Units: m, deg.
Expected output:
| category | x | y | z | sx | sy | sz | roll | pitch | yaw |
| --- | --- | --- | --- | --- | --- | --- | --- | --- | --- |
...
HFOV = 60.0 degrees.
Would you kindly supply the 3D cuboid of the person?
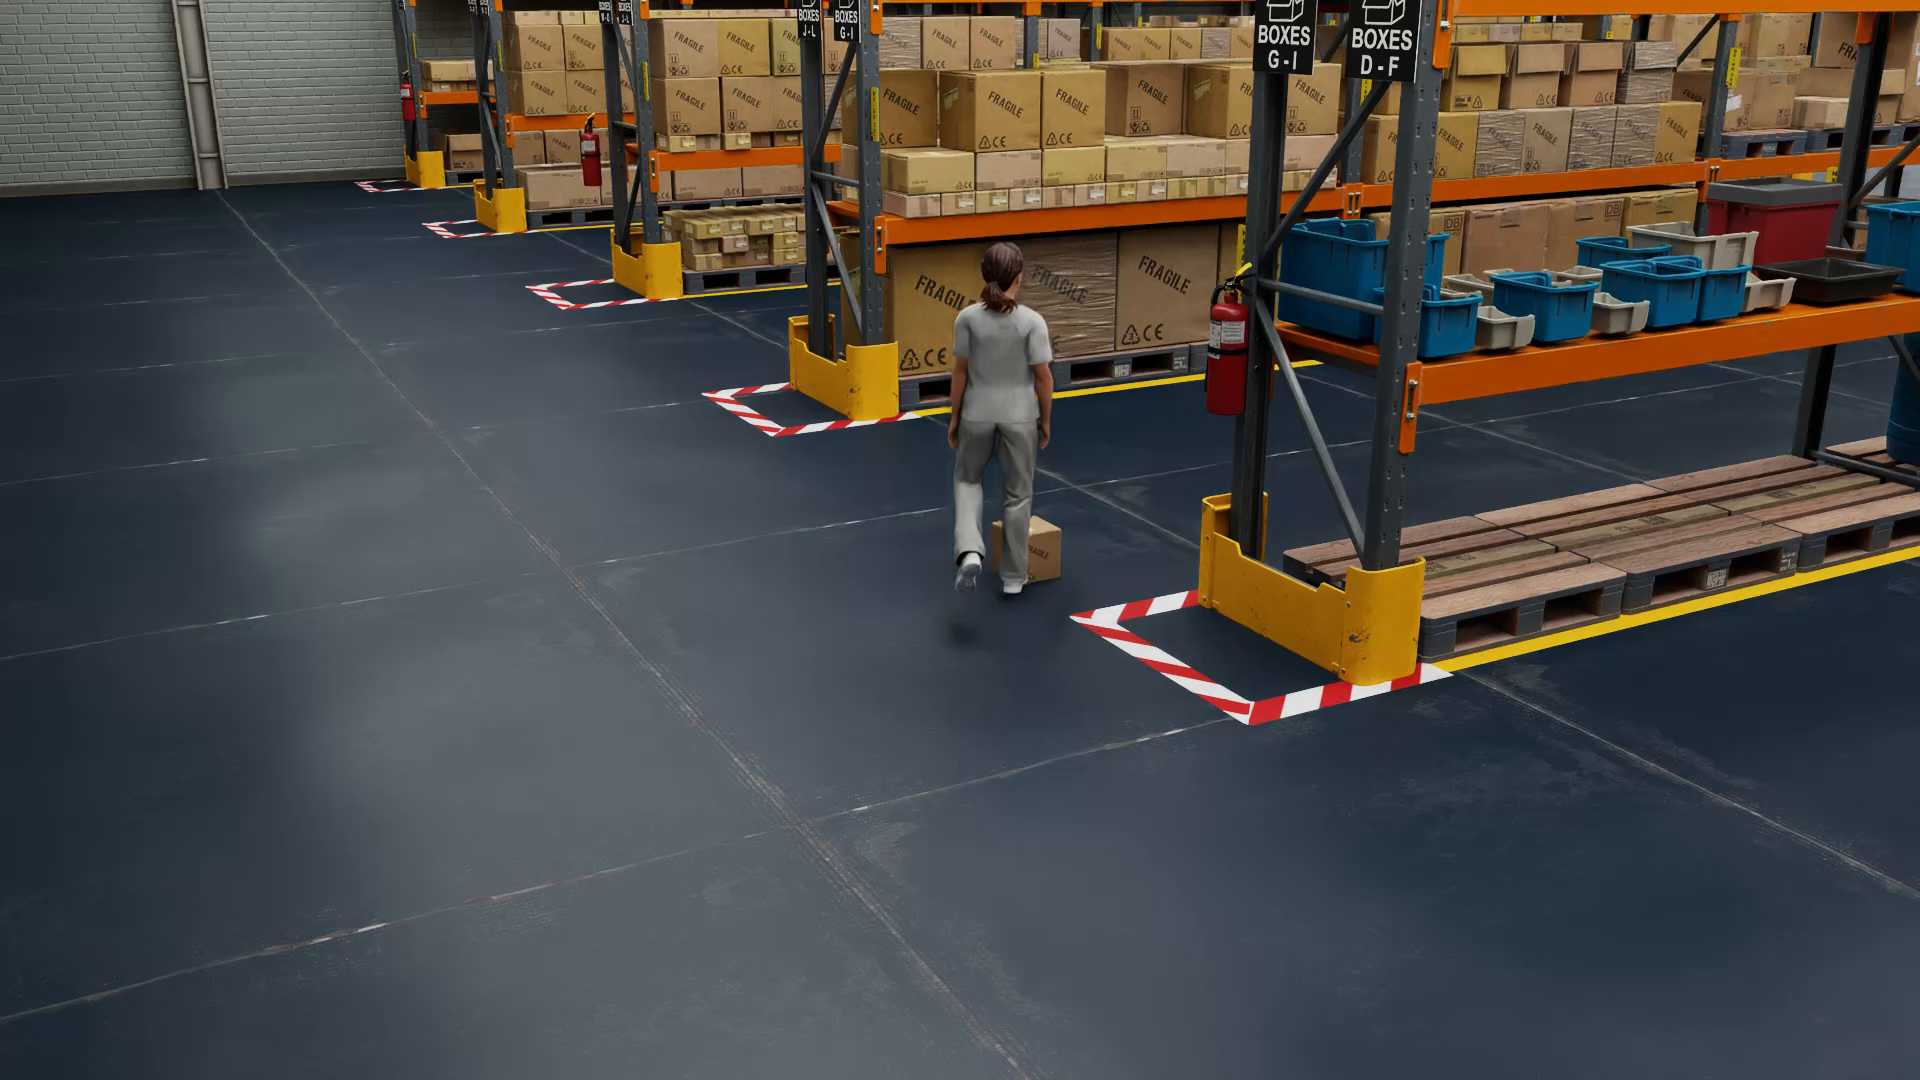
| category | x | y | z | sx | sy | sz | roll | pitch | yaw |
| --- | --- | --- | --- | --- | --- | --- | --- | --- | --- |
| person | 0.186 | -0.533 | 7.583 | 0.480 | 1.667 | 0.586 | 2 | 19 | 7 |
